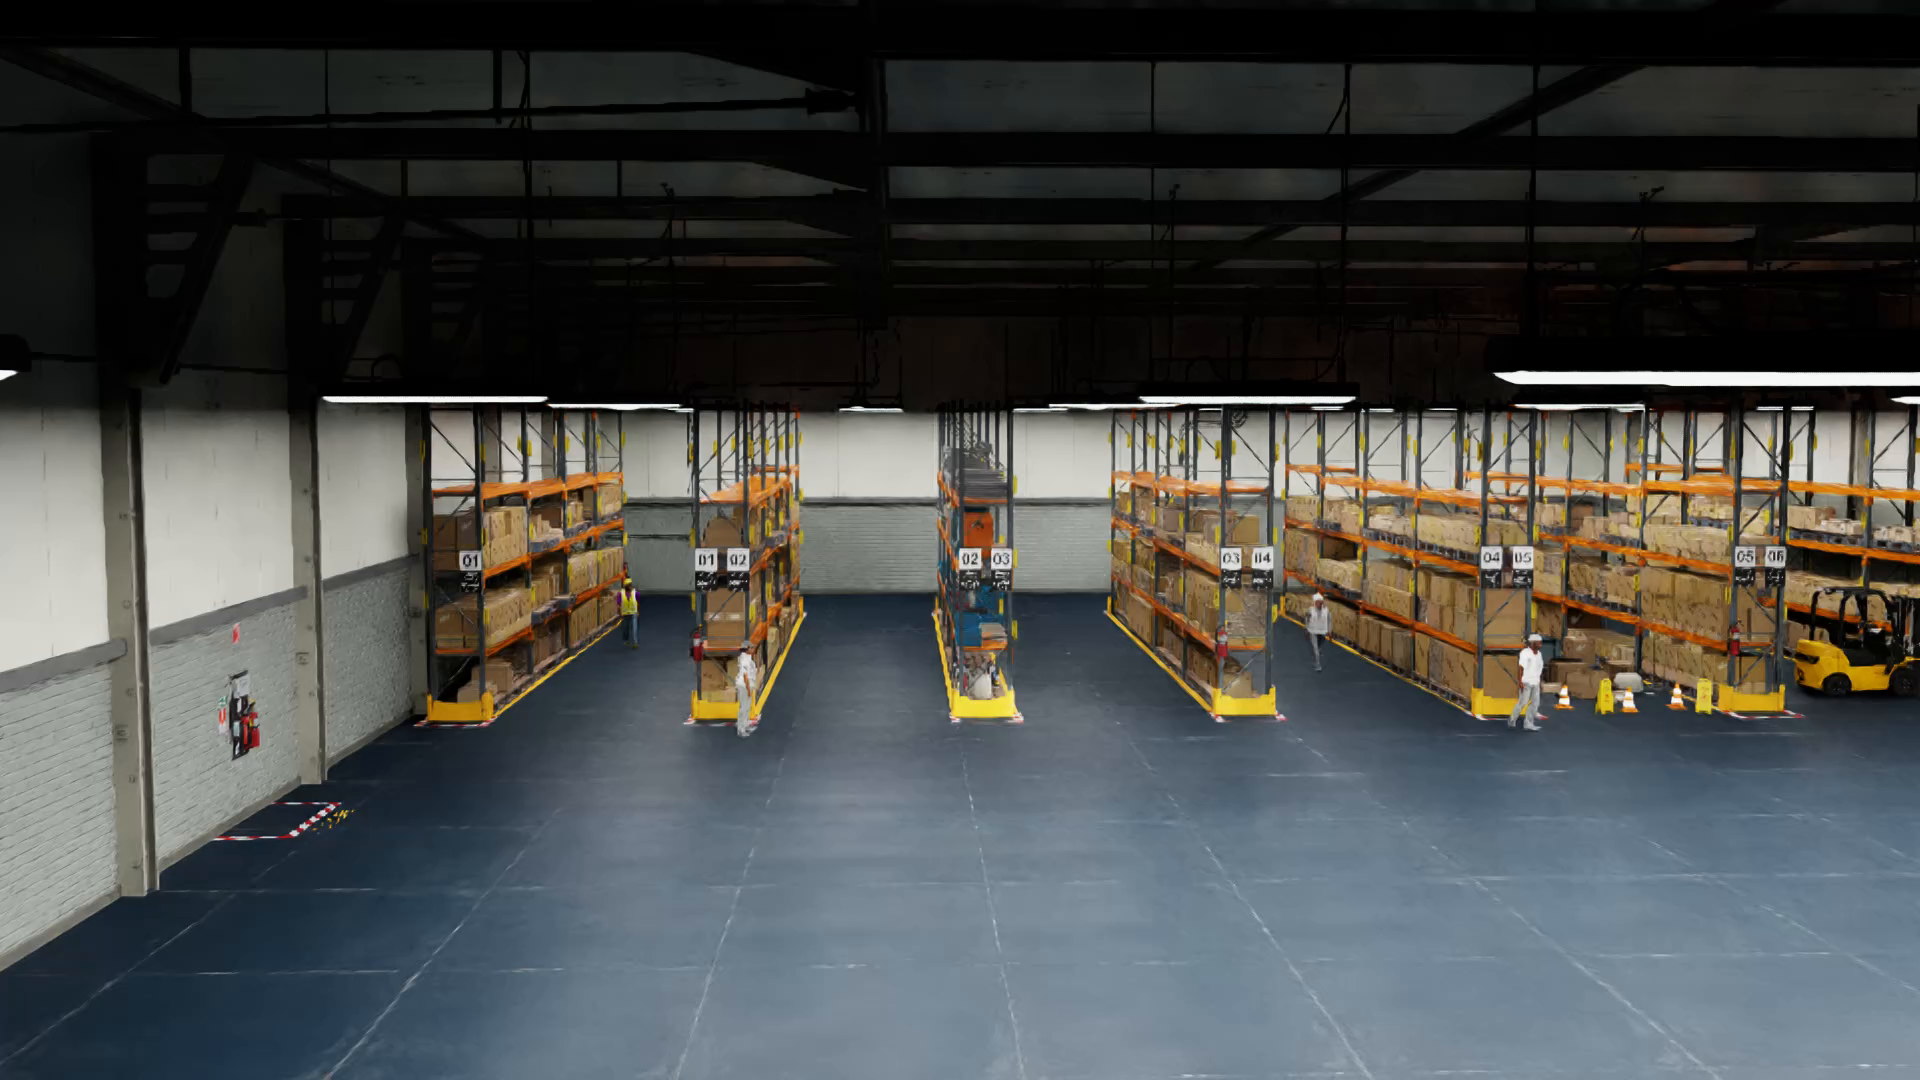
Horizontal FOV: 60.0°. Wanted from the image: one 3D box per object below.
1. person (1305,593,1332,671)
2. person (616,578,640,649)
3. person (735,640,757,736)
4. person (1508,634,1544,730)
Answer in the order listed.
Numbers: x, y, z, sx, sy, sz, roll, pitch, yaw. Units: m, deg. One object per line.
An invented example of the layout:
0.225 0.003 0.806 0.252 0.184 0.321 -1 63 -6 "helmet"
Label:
8.028 2.041 37.180 0.555 1.725 1.029 0 4 -3 "person"
-8.097 1.780 40.593 0.571 1.708 1.033 -1 4 -10 "person"
-3.825 2.622 29.699 0.393 1.674 0.635 -1 4 -8 "person"
10.282 2.537 30.177 0.606 1.705 0.569 -3 5 -38 "person"
